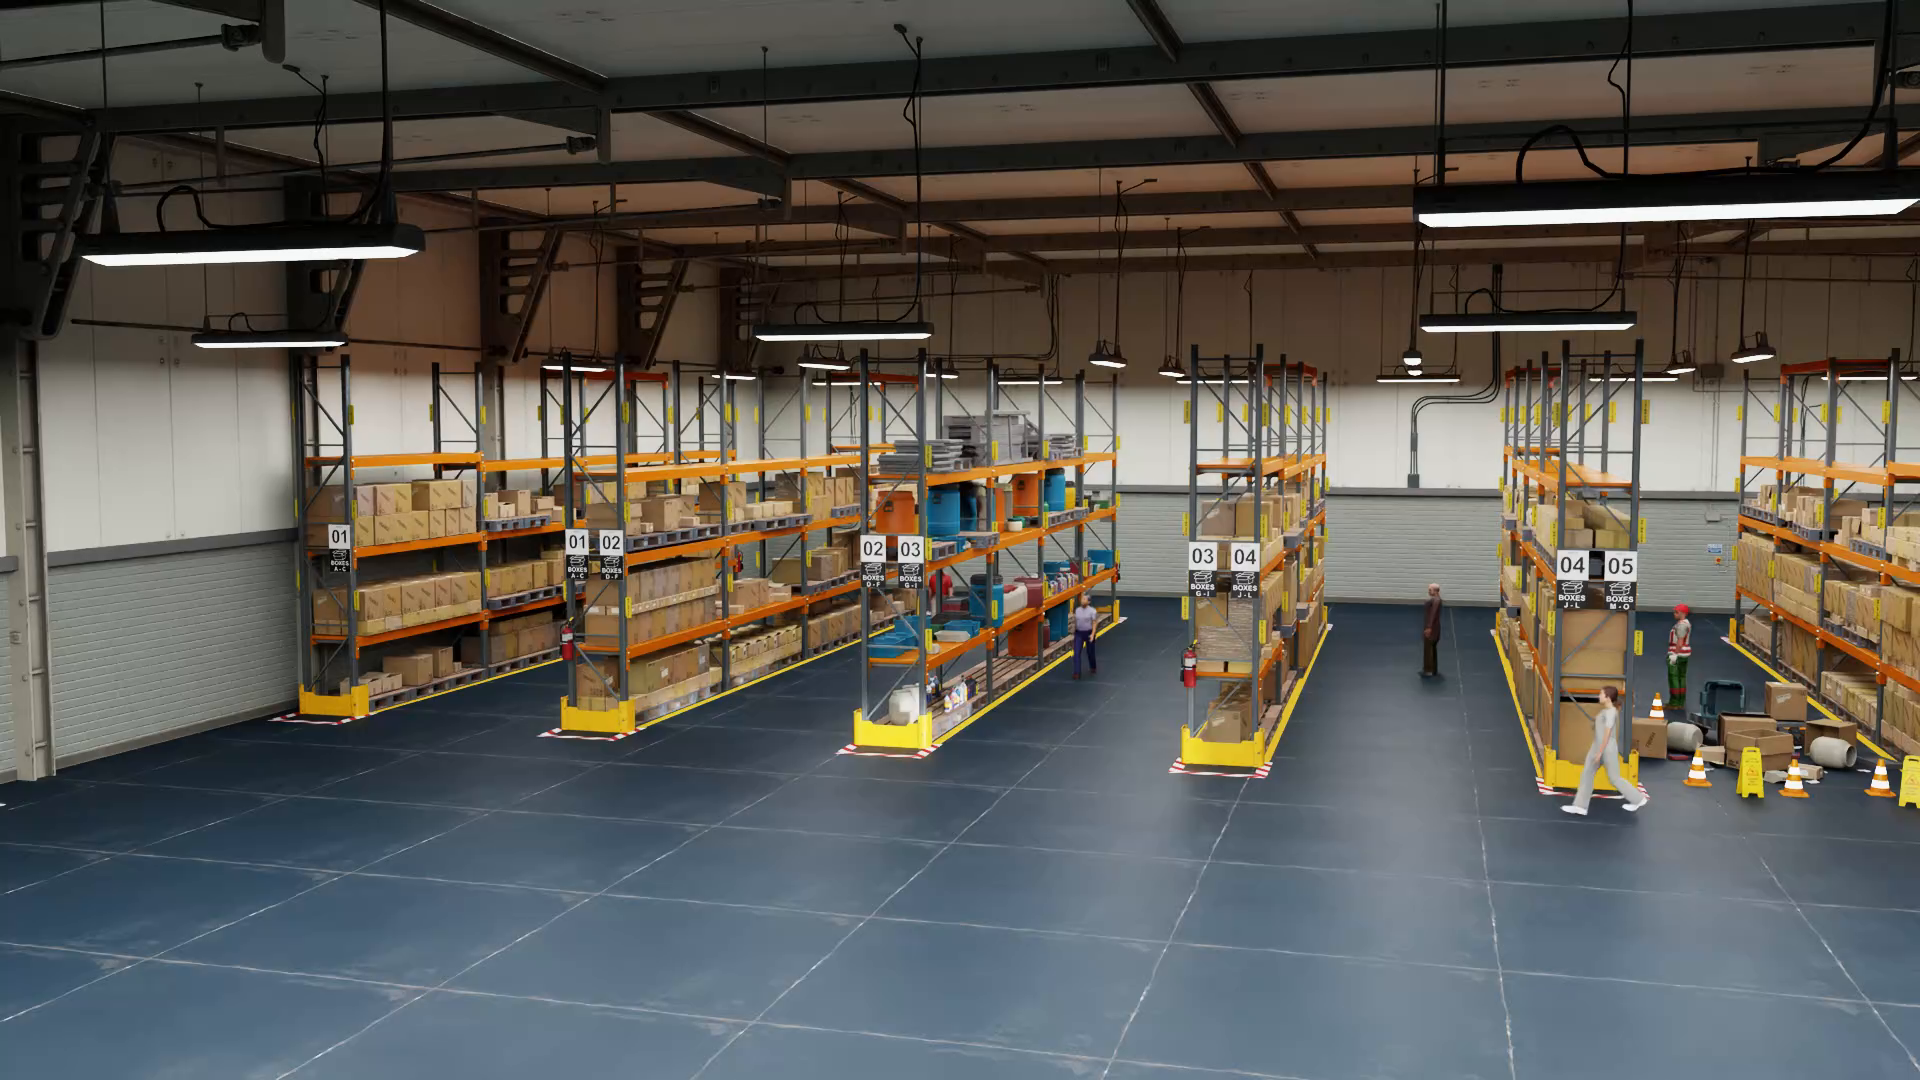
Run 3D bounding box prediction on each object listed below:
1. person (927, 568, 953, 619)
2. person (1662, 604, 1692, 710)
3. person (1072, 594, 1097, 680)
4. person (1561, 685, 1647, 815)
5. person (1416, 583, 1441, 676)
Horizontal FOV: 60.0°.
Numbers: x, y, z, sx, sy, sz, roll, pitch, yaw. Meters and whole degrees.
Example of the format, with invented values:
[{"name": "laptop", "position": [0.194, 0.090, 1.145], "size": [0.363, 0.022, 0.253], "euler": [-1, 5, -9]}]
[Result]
[{"name": "person", "position": [-0.453, 1.366, 37.347], "size": [0.643, 1.676, 1.086], "euler": [1, 4, 12]}, {"name": "person", "position": [12.250, 1.989, 28.365], "size": [0.604, 1.801, 0.422], "euler": [-4, 6, -41]}, {"name": "person", "position": [2.380, 1.837, 31.652], "size": [0.490, 1.579, 0.964], "euler": [1, 4, 15]}, {"name": "person", "position": [8.078, 2.629, 20.755], "size": [0.983, 1.637, 0.426], "euler": [-1, 4, -7]}, {"name": "person", "position": [9.033, 1.716, 32.040], "size": [0.439, 1.782, 0.606], "euler": [2, 5, 22]}]
